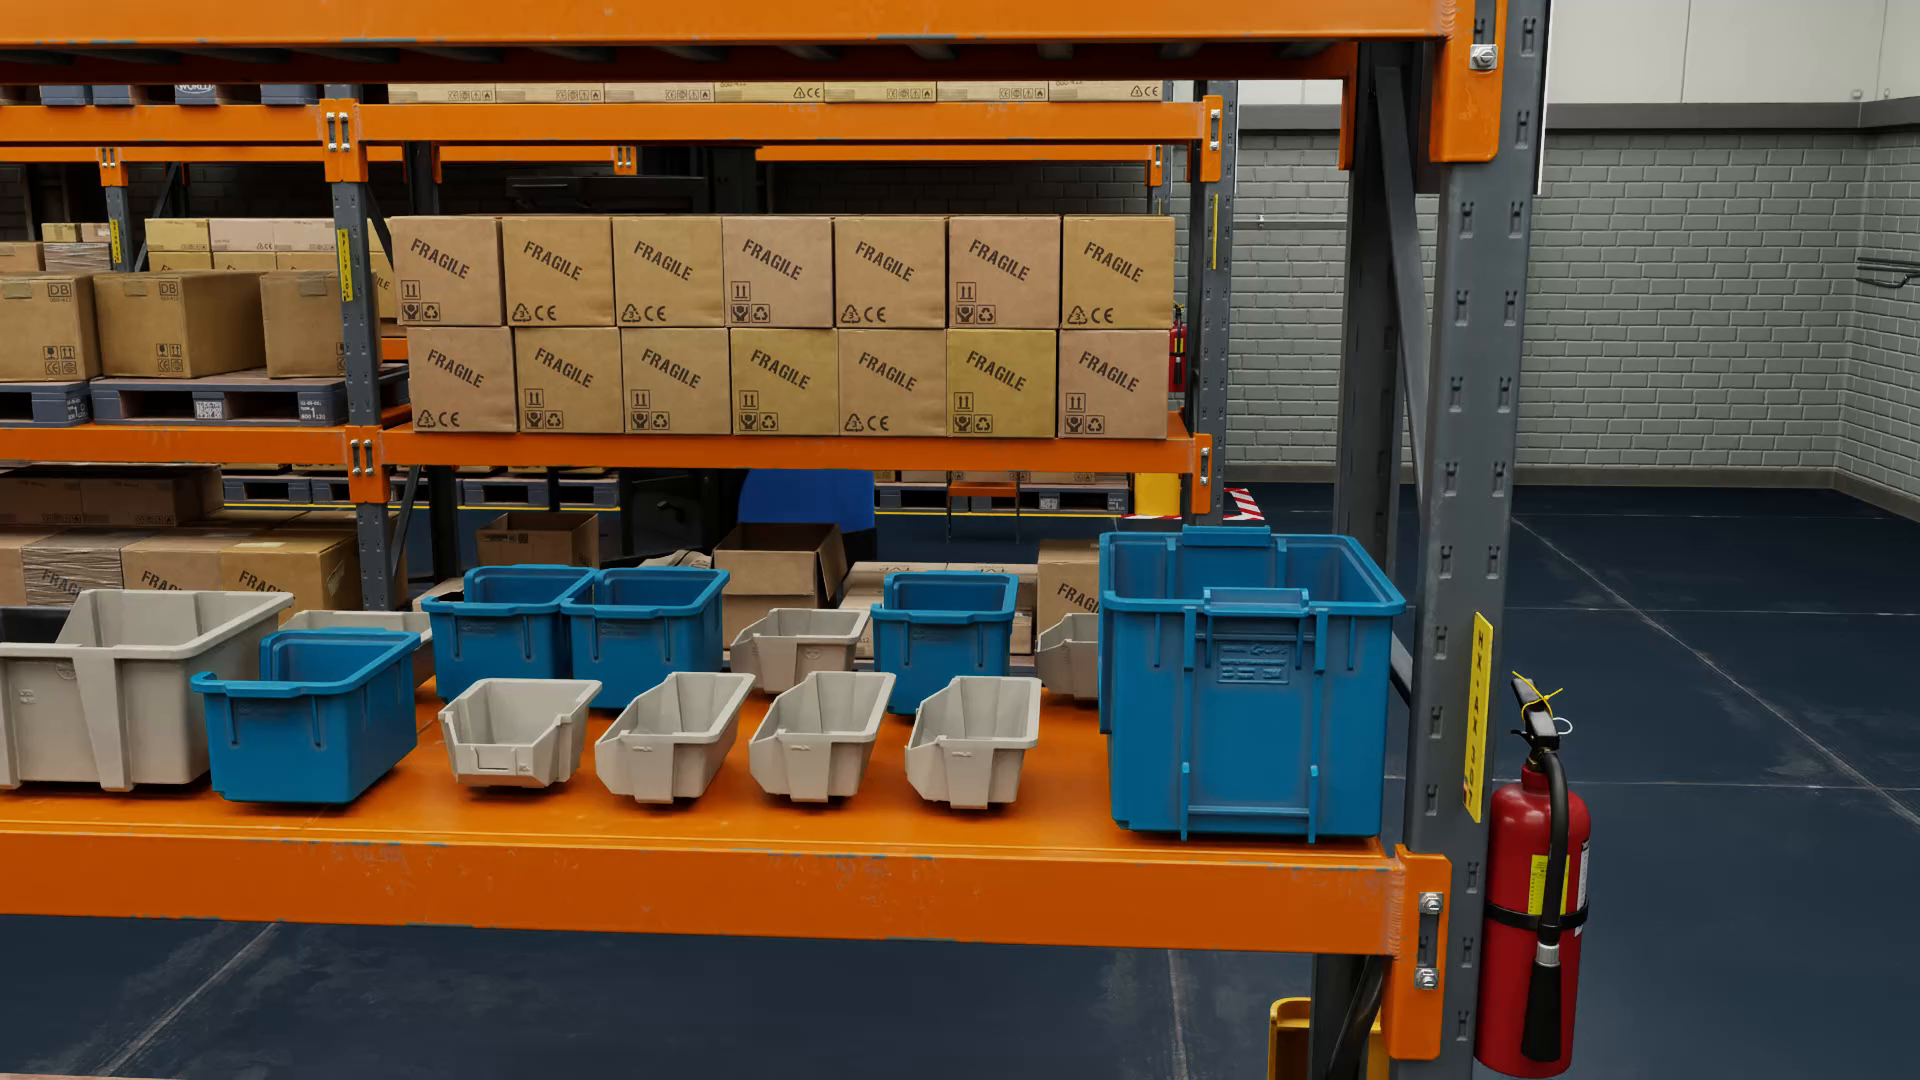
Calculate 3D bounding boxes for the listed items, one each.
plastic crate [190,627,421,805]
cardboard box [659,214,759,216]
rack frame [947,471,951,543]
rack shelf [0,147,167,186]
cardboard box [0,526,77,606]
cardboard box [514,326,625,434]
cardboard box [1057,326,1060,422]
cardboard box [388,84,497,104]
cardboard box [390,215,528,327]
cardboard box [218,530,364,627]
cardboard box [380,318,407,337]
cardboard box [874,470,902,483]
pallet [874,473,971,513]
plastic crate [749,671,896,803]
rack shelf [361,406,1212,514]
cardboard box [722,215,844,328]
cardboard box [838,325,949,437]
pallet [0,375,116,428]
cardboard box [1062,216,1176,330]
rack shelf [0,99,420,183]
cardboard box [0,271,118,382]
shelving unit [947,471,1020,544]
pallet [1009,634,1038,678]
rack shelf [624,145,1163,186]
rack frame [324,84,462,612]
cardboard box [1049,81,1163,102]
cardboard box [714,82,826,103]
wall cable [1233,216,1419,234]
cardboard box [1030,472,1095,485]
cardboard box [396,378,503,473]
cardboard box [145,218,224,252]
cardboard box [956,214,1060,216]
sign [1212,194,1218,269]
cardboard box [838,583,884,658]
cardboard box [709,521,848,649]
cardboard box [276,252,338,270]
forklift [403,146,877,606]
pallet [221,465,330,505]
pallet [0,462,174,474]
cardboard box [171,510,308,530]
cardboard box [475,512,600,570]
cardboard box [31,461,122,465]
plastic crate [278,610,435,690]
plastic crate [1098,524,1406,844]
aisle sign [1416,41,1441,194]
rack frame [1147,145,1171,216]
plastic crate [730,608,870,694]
[{"bbox_3d":[-1.212,0.330,3.128,0.300,0.233,0.416,1,12,4],"label":"plastic crate"},{"bbox_3d":[-1.266,-1.385,8.375,0.500,0.500,0.500,1,12,4],"label":"cardboard box"},{"bbox_3d":[-0.078,-0.588,11.650,0.015,1.200,0.240,1,12,4],"label":"rack frame"},{"bbox_3d":[-8.462,-3.024,13.329,4.000,0.370,1.077,1,12,4],"label":"rack shelf"},{"bbox_3d":[-4.814,0.224,8.400,0.500,0.500,0.500,0,12,2],"label":"cardboard box"},{"bbox_3d":[-1.801,-0.794,7.992,0.500,0.500,0.500,1,12,5],"label":"cardboard box"},{"bbox_3d":[0.249,-0.874,8.375,0.500,0.500,0.500,1,12,3],"label":"cardboard box"},{"bbox_3d":[-2.334,-2.151,7.767,0.500,0.250,0.500,1,12,4],"label":"cardboard box"},{"bbox_3d":[-2.351,-1.288,7.914,0.500,0.500,0.500,1,12,5],"label":"cardboard box"},{"bbox_3d":[-3.314,0.246,8.295,0.500,0.500,0.500,1,12,3],"label":"cardboard box"},{"bbox_3d":[-4.360,-1.692,13.094,0.250,0.149,0.380,1,12,6],"label":"cardboard box"},{"bbox_3d":[-0.723,-0.762,13.162,0.500,0.500,0.700,1,12,5],"label":"cardboard box"},{"bbox_3d":[-0.501,-0.418,13.252,1.213,0.211,1.003,1,12,4],"label":"pallet"},{"bbox_3d":[-0.260,0.372,3.163,0.243,0.136,0.396,1,12,4],"label":"plastic crate"},{"bbox_3d":[-0.807,-0.434,8.275,4.000,0.370,1.077,1,12,4],"label":"rack shelf"},{"bbox_3d":[-0.808,-1.267,7.813,0.500,0.500,0.500,1,12,6],"label":"cardboard box"},{"bbox_3d":[-0.292,-0.773,7.892,0.500,0.500,0.500,1,12,4],"label":"cardboard box"},{"bbox_3d":[-4.853,-0.749,8.490,1.213,0.211,1.003,1,12,4],"label":"pallet"},{"bbox_3d":[0.726,-1.247,7.718,0.500,0.500,0.500,1,12,3],"label":"cardboard box"},{"bbox_3d":[-4.798,-1.957,8.229,4.000,0.370,1.077,1,12,4],"label":"rack shelf"},{"bbox_3d":[-4.569,-1.080,8.334,0.500,0.500,0.700,-2,12,-11],"label":"cardboard box"},{"bbox_3d":[0.165,-0.585,11.634,0.503,1.200,0.258,1,12,4],"label":"shelving unit"},{"bbox_3d":[0.317,0.594,8.412,1.213,0.211,1.003,1,12,4],"label":"pallet"},{"bbox_3d":[-0.480,-2.914,12.806,4.000,0.370,1.077,1,12,4],"label":"rack shelf"},{"bbox_3d":[-2.802,-0.814,8.332,0.127,3.000,1.000,1,12,4],"label":"rack frame"},{"bbox_3d":[0.659,-2.107,7.555,0.500,0.250,0.500,1,12,4],"label":"cardboard box"},{"bbox_3d":[-0.837,-2.130,7.666,0.500,0.250,0.500,1,12,4],"label":"cardboard box"},{"bbox_3d":[2.857,-2.444,13.644,1.851,1.984,0.084,1,12,4],"label":"wall cable"},{"bbox_3d":[0.811,-0.742,13.069,0.500,0.500,0.700,1,12,4],"label":"cardboard box"},{"bbox_3d":[-4.019,-0.973,13.318,0.750,0.750,0.750,1,12,5],"label":"cardboard box"},{"bbox_3d":[-6.002,-2.393,13.029,0.500,0.250,0.500,1,12,5],"label":"cardboard box"},{"bbox_3d":[0.241,-1.363,8.271,0.500,0.500,0.500,1,12,4],"label":"cardboard box"},{"bbox_3d":[1.132,-1.367,7.379,0.005,0.325,0.100,1,12,4],"label":"sign"},{"bbox_3d":[-0.316,0.395,8.193,0.500,0.250,0.500,1,12,4],"label":"cardboard box"},{"bbox_3d":[-0.927,0.218,8.425,0.637,0.503,0.797,1,12,4],"label":"cardboard box"},{"bbox_3d":[-4.982,-2.010,13.030,0.500,0.500,0.500,1,12,4],"label":"cardboard box"},{"bbox_3d":[-2.008,-1.108,9.907,3.031,2.935,1.130,-9,15,-37],"label":"forklift"},{"bbox_3d":[-5.684,-0.489,13.592,1.213,0.211,1.003,1,12,4],"label":"pallet"},{"bbox_3d":[-7.246,-0.527,13.770,1.213,0.211,1.003,1,12,4],"label":"pallet"},{"bbox_3d":[-3.802,0.133,8.836,0.500,0.500,0.500,1,12,5],"label":"cardboard box"},{"bbox_3d":[-2.215,0.144,8.783,0.500,0.500,0.500,1,12,4],"label":"cardboard box"},{"bbox_3d":[-7.188,-0.871,13.639,0.500,0.500,0.700,1,12,5],"label":"cardboard box"},{"bbox_3d":[-1.380,0.260,3.695,0.466,0.136,0.293,1,12,4],"label":"plastic crate"},{"bbox_3d":[0.507,0.240,3.063,0.499,0.435,0.616,1,12,4],"label":"plastic crate"},{"bbox_3d":[0.946,-1.079,3.252,0.004,0.787,0.394,1,12,4],"label":"aisle sign"},{"bbox_3d":[1.516,-1.771,12.908,0.127,3.000,1.000,1,12,4],"label":"rack frame"},{"bbox_3d":[-0.362,0.251,3.738,0.298,0.136,0.250,1,12,4],"label":"plastic crate"}]
